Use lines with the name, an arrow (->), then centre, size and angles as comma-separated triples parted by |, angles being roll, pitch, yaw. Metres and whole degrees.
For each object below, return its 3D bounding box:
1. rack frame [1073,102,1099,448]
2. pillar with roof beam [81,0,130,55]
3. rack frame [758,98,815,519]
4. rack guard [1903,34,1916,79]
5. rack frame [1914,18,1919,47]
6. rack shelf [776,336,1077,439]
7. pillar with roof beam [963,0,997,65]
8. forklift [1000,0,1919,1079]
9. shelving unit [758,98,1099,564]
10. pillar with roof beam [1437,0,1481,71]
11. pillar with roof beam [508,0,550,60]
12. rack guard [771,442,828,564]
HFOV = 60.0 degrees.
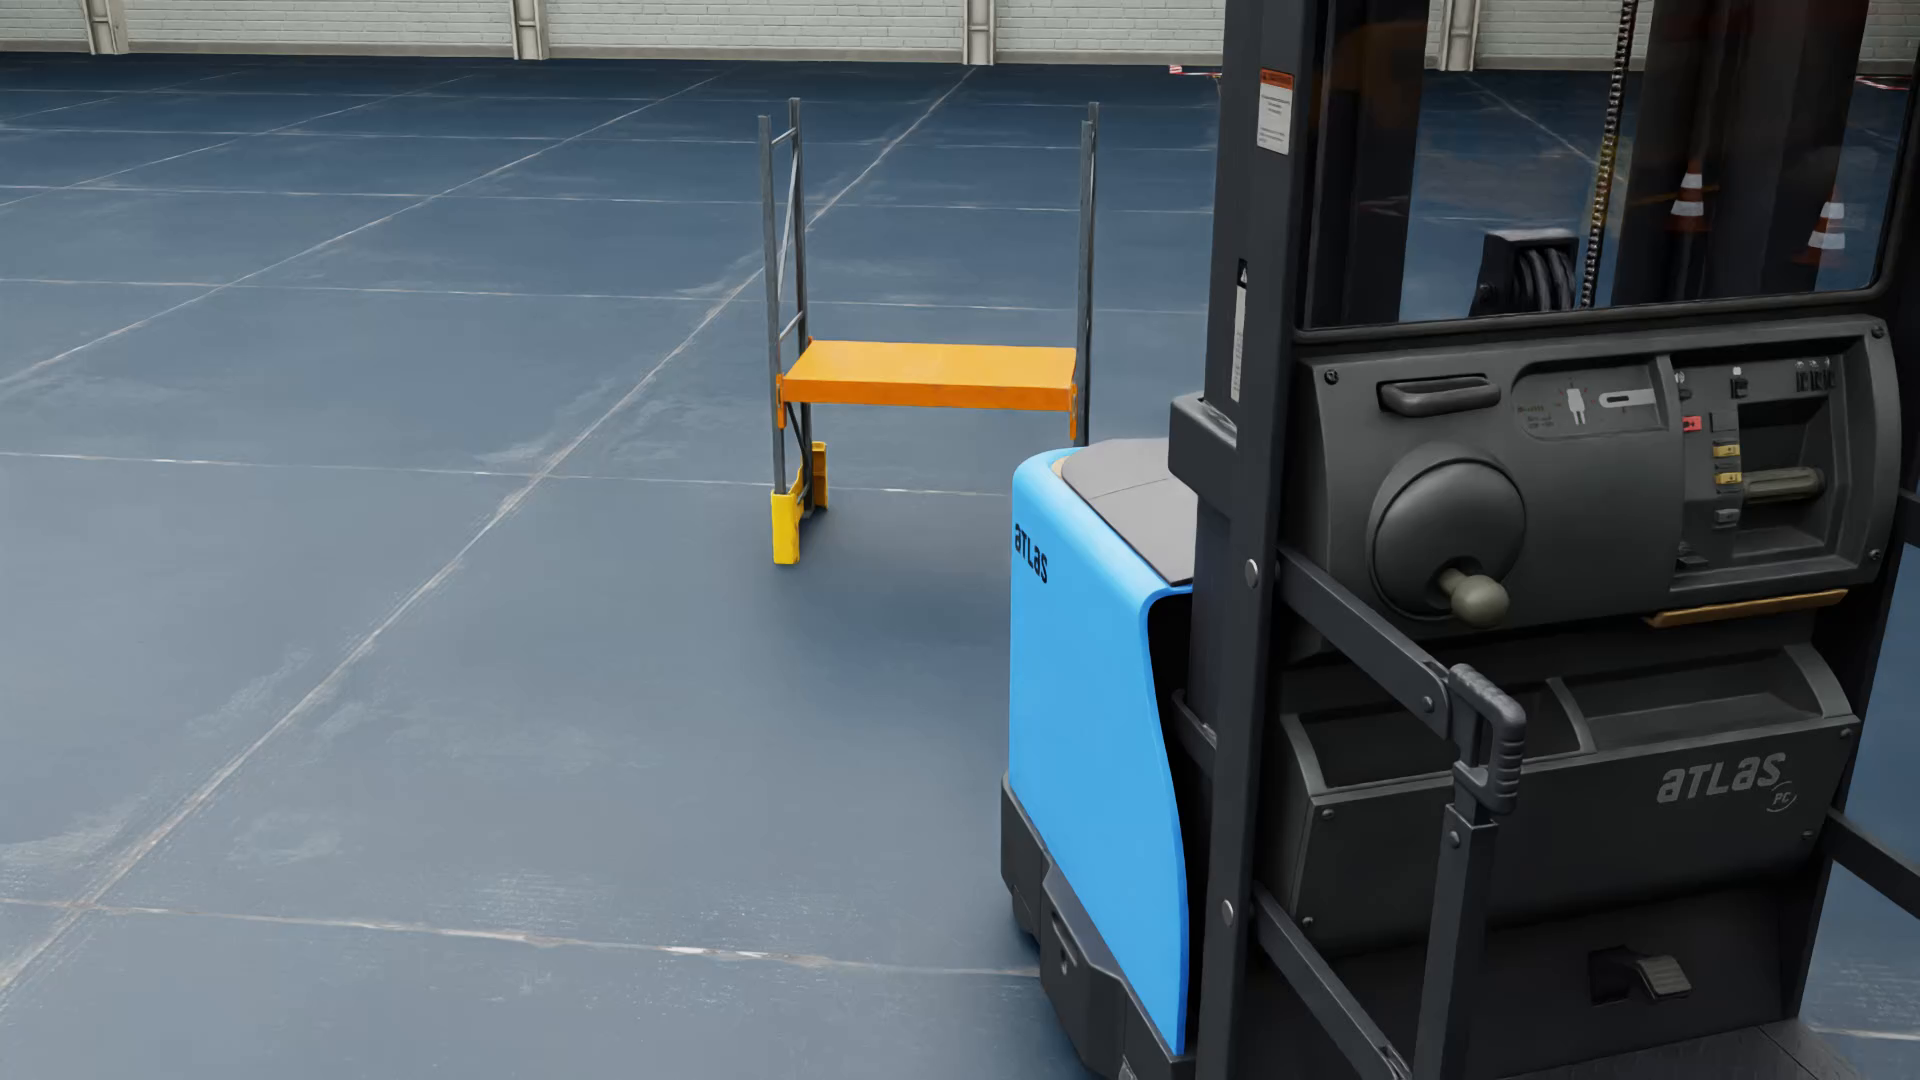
rack frame -> 0.420, -0.679, 5.618 | 0.032, 1.500, 0.500 | 2, 22, 6
pillar with roof beam -> -12.170, -9.297, 17.215 | 0.400, 9.000, 9.100 | 2, 22, 6
rack frame -> -0.590, -0.723, 5.729 | 0.032, 1.500, 0.500 | 2, 22, 6
rack guard -> 11.449, -5.589, 19.396 | 0.348, 0.500, 1.175 | 2, 22, 6
rack frame -> 11.373, -6.755, 18.945 | 0.127, 3.000, 1.000 | 2, 22, 6
rack shelf -> -0.085, -0.534, 5.740 | 1.000, 0.185, 0.538 | 2, 22, 6
pillar with roof beam -> -0.253, -8.777, 15.902 | 0.400, 9.000, 9.100 | 2, 22, 6
forklift -> 0.984, -0.078, 2.151 | 1.130, 2.935, 3.031 | -6, 22, -15
shelving unit -> -0.076, -0.701, 5.672 | 1.083, 1.500, 0.587 | 2, 22, 6
pillar with roof beam -> 5.705, -8.518, 15.245 | 0.400, 9.000, 9.100 | 2, 22, 6
pillar with roof beam -> -6.211, -9.037, 16.559 | 0.400, 9.000, 9.100 | 2, 22, 6
rack guard -> -0.570, -0.141, 5.957 | 0.087, 0.250, 0.587 | 2, 22, 6
